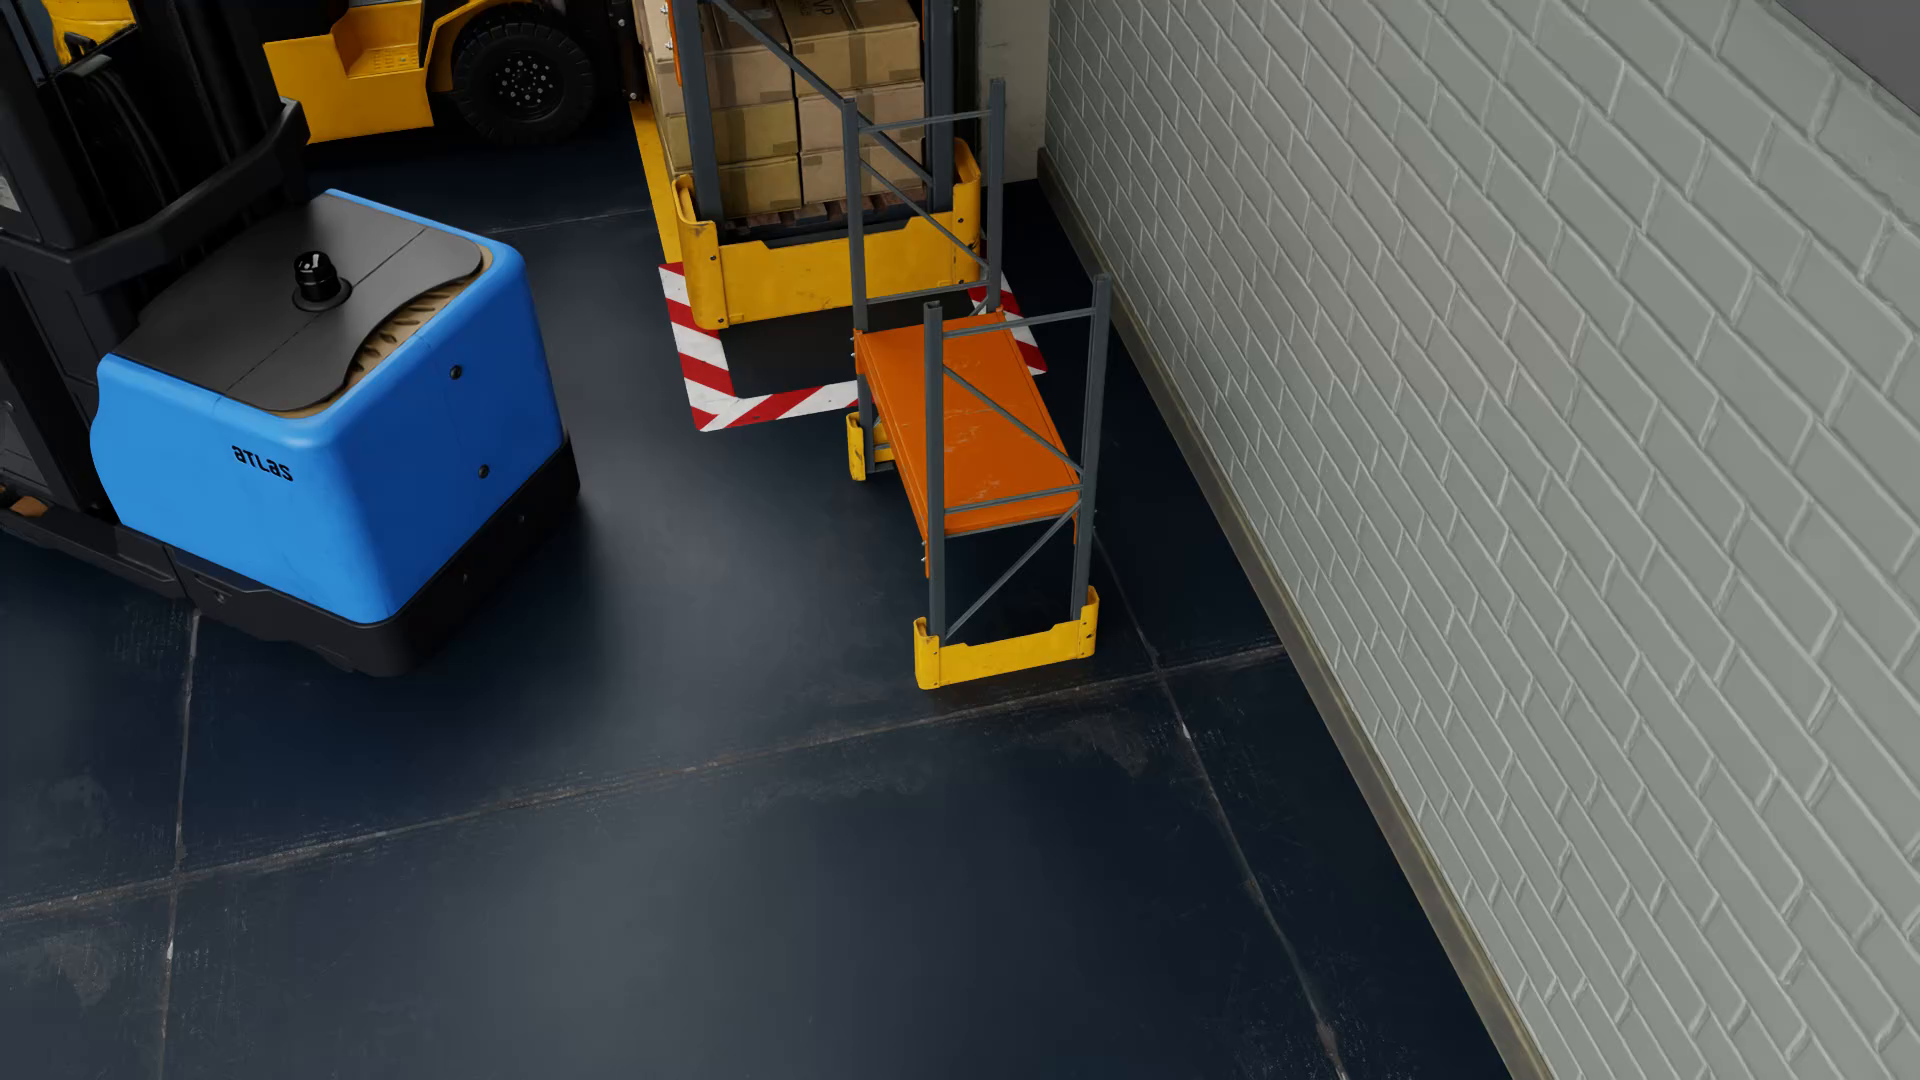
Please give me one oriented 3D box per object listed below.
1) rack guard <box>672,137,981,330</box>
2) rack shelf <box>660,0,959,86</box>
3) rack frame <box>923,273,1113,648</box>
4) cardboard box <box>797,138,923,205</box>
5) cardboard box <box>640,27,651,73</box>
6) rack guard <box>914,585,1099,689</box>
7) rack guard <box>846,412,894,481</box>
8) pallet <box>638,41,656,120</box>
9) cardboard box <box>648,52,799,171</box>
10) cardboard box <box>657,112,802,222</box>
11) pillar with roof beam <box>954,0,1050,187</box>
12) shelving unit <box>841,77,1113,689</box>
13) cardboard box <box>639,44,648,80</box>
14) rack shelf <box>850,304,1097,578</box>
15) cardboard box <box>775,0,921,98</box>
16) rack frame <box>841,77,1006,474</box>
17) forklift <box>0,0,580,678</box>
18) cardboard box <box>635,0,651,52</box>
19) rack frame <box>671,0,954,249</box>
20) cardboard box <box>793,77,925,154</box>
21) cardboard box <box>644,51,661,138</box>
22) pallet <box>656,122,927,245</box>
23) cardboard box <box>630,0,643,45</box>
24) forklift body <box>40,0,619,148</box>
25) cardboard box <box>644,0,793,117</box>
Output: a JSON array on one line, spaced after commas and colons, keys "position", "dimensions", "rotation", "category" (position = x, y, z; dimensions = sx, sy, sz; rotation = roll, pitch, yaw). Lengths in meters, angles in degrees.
[{"position": [-0.514, -1.219, 6.594], "dimensions": [1.175, 0.500, 0.348], "rotation": [-11, 47, -10], "category": "rack guard"}, {"position": [-1.032, -3.239, 7.328], "dimensions": [1.077, 0.370, 4.000], "rotation": [-11, 47, -10], "category": "rack shelf"}, {"position": [0.152, -0.115, 4.813], "dimensions": [0.500, 1.500, 0.032], "rotation": [-11, 47, -10], "category": "rack frame"}, {"position": [-0.456, -1.670, 6.917], "dimensions": [0.500, 0.250, 0.500], "rotation": [-11, 47, -10], "category": "cardboard box"}, {"position": [-1.065, -2.097, 6.986], "dimensions": [0.500, 0.250, 0.500], "rotation": [-11, 47, -11], "category": "cardboard box"}, {"position": [0.147, 0.309, 5.272], "dimensions": [0.587, 0.250, 0.087], "rotation": [-11, 47, -10], "category": "rack guard"}, {"position": [-0.108, -0.379, 5.946], "dimensions": [0.587, 0.250, 0.087], "rotation": [-11, 47, -10], "category": "rack guard"}, {"position": [-1.065, -2.495, 8.048], "dimensions": [1.003, 0.211, 1.213], "rotation": [-11, 47, -10], "category": "pallet"}, {"position": [-0.947, -1.749, 6.645], "dimensions": [0.500, 0.250, 0.500], "rotation": [-11, 47, -11], "category": "cardboard box"}, {"position": [-0.945, -1.562, 6.811], "dimensions": [0.500, 0.250, 0.500], "rotation": [-10, 46, -10], "category": "cardboard box"}, {"position": [-3.988, -4.069, 3.437], "dimensions": [9.100, 9.000, 0.400], "rotation": [-11, 47, -10], "category": "pillar with roof beam"}, {"position": [0.020, -0.472, 5.163], "dimensions": [0.587, 1.500, 1.083], "rotation": [-11, 47, -10], "category": "shelving unit"}, {"position": [-1.183, -2.254, 7.490], "dimensions": [0.500, 0.250, 0.500], "rotation": [-10, 46, -10], "category": "cardboard box"}, {"position": [0.022, -0.340, 5.285], "dimensions": [0.538, 0.185, 1.000], "rotation": [-11, 47, -10], "category": "rack shelf"}, {"position": [-0.460, -2.011, 6.552], "dimensions": [0.500, 0.250, 0.500], "rotation": [-11, 47, -11], "category": "cardboard box"}, {"position": [-0.108, -0.817, 5.501], "dimensions": [0.500, 1.500, 0.032], "rotation": [-11, 47, -10], "category": "rack frame"}, {"position": [-2.885, -1.331, 5.002], "dimensions": [3.031, 2.935, 1.130], "rotation": [19, 49, 18], "category": "forklift"}, {"position": [-1.076, -2.257, 6.793], "dimensions": [0.500, 0.250, 0.500], "rotation": [-10, 46, -10], "category": "cardboard box"}, {"position": [-0.520, -2.110, 5.718], "dimensions": [1.000, 3.000, 0.127], "rotation": [-11, 47, -10], "category": "rack frame"}, {"position": [-0.439, -1.833, 6.727], "dimensions": [0.500, 0.250, 0.500], "rotation": [-10, 46, -10], "category": "cardboard box"}, {"position": [-1.064, -1.907, 7.149], "dimensions": [0.500, 0.250, 0.500], "rotation": [-11, 47, -10], "category": "cardboard box"}, {"position": [-0.756, -1.655, 7.224], "dimensions": [1.003, 0.211, 1.213], "rotation": [-11, 47, -10], "category": "pallet"}, {"position": [-1.217, -2.450, 7.332], "dimensions": [0.500, 0.250, 0.500], "rotation": [-12, 47, -11], "category": "cardboard box"}, {"position": [-2.769, -2.789, 6.977], "dimensions": [2.313, 2.155, 1.214], "rotation": [-11, 47, -10], "category": "forklift body"}, {"position": [-0.939, -1.906, 6.449], "dimensions": [0.500, 0.250, 0.500], "rotation": [-9, 46, -9], "category": "cardboard box"}]
